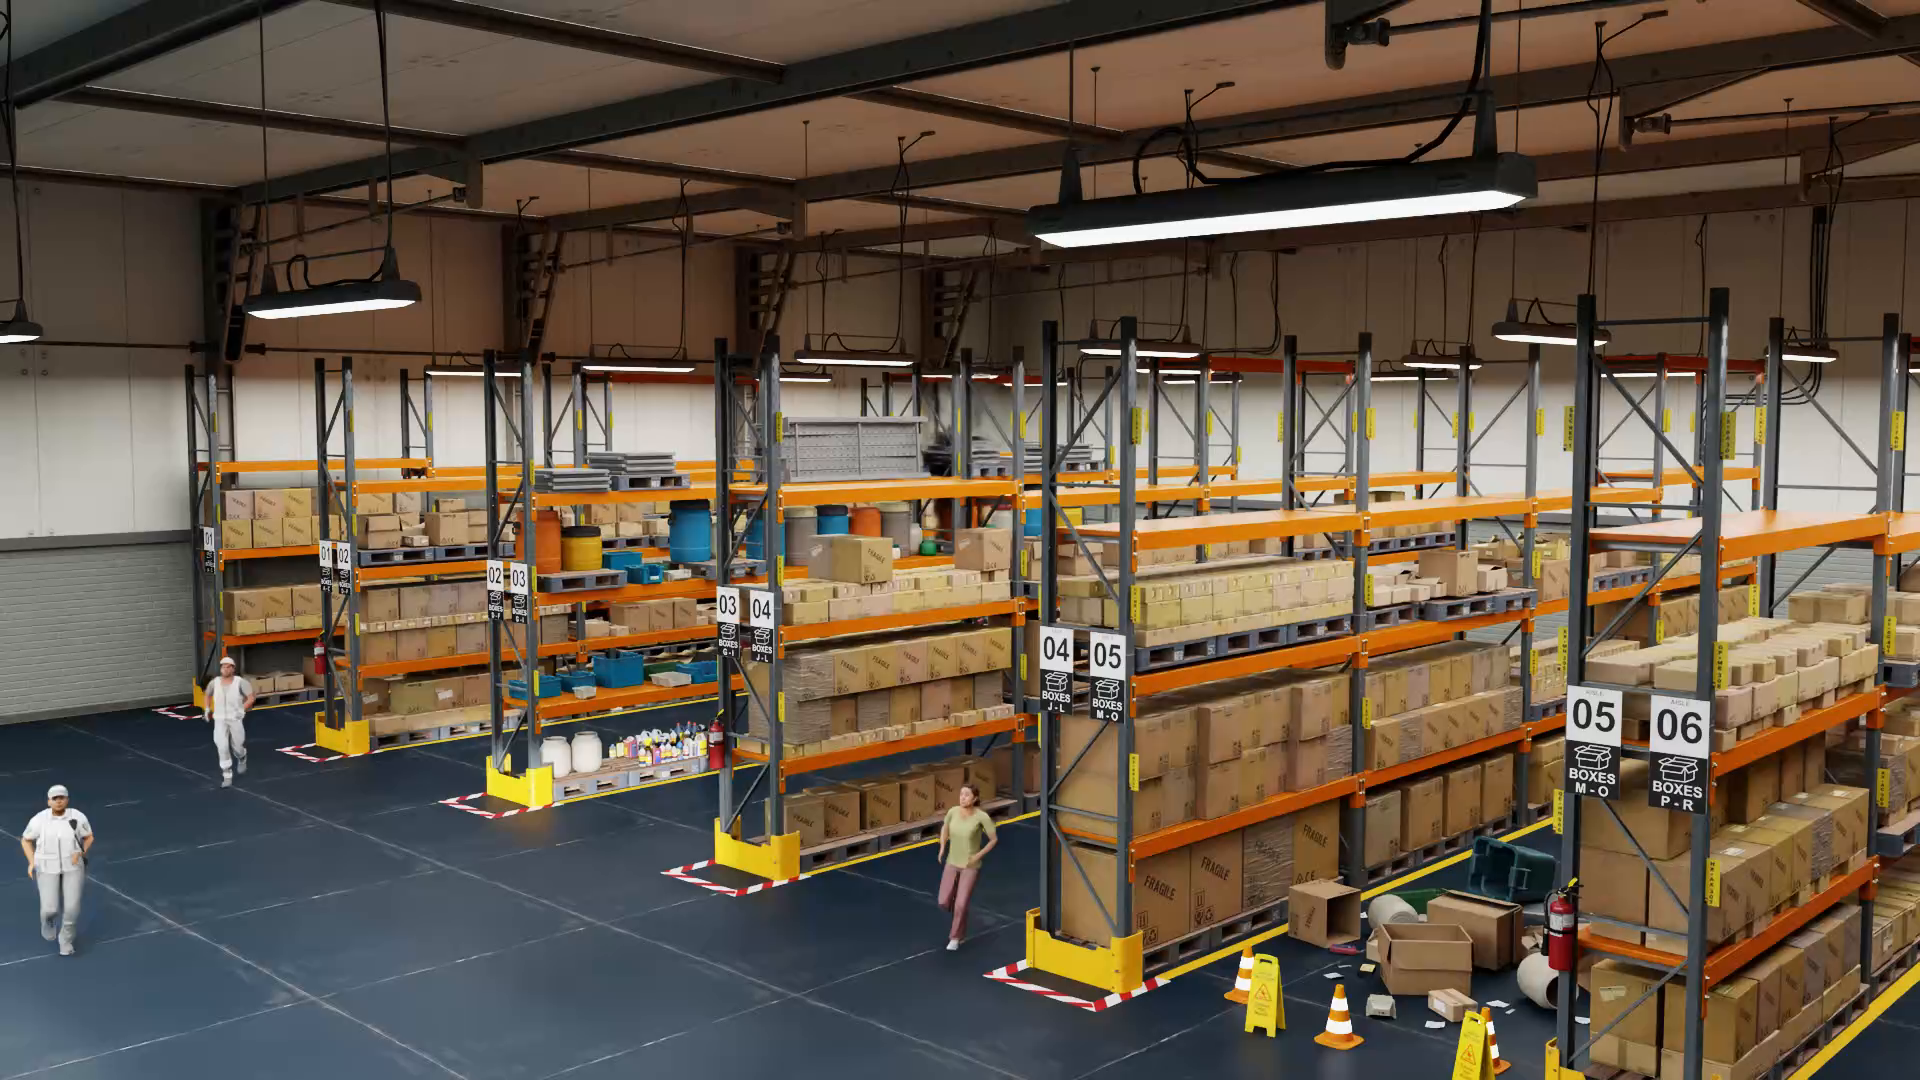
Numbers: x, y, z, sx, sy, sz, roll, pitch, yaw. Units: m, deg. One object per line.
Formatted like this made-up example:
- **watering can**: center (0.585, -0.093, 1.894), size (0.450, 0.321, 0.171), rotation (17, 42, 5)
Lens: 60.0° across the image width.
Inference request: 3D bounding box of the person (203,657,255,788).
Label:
- **person**: center (-10.189, 2.507, 23.181), size (0.680, 1.769, 0.756), rotation (-1, 4, -13)

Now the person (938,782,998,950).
- **person**: center (0.080, 3.131, 16.088), size (0.597, 1.618, 0.550), rotation (2, 5, 23)

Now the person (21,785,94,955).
- **person**: center (-8.585, 3.146, 15.862), size (0.607, 1.624, 0.547), rotation (-3, 5, -32)
